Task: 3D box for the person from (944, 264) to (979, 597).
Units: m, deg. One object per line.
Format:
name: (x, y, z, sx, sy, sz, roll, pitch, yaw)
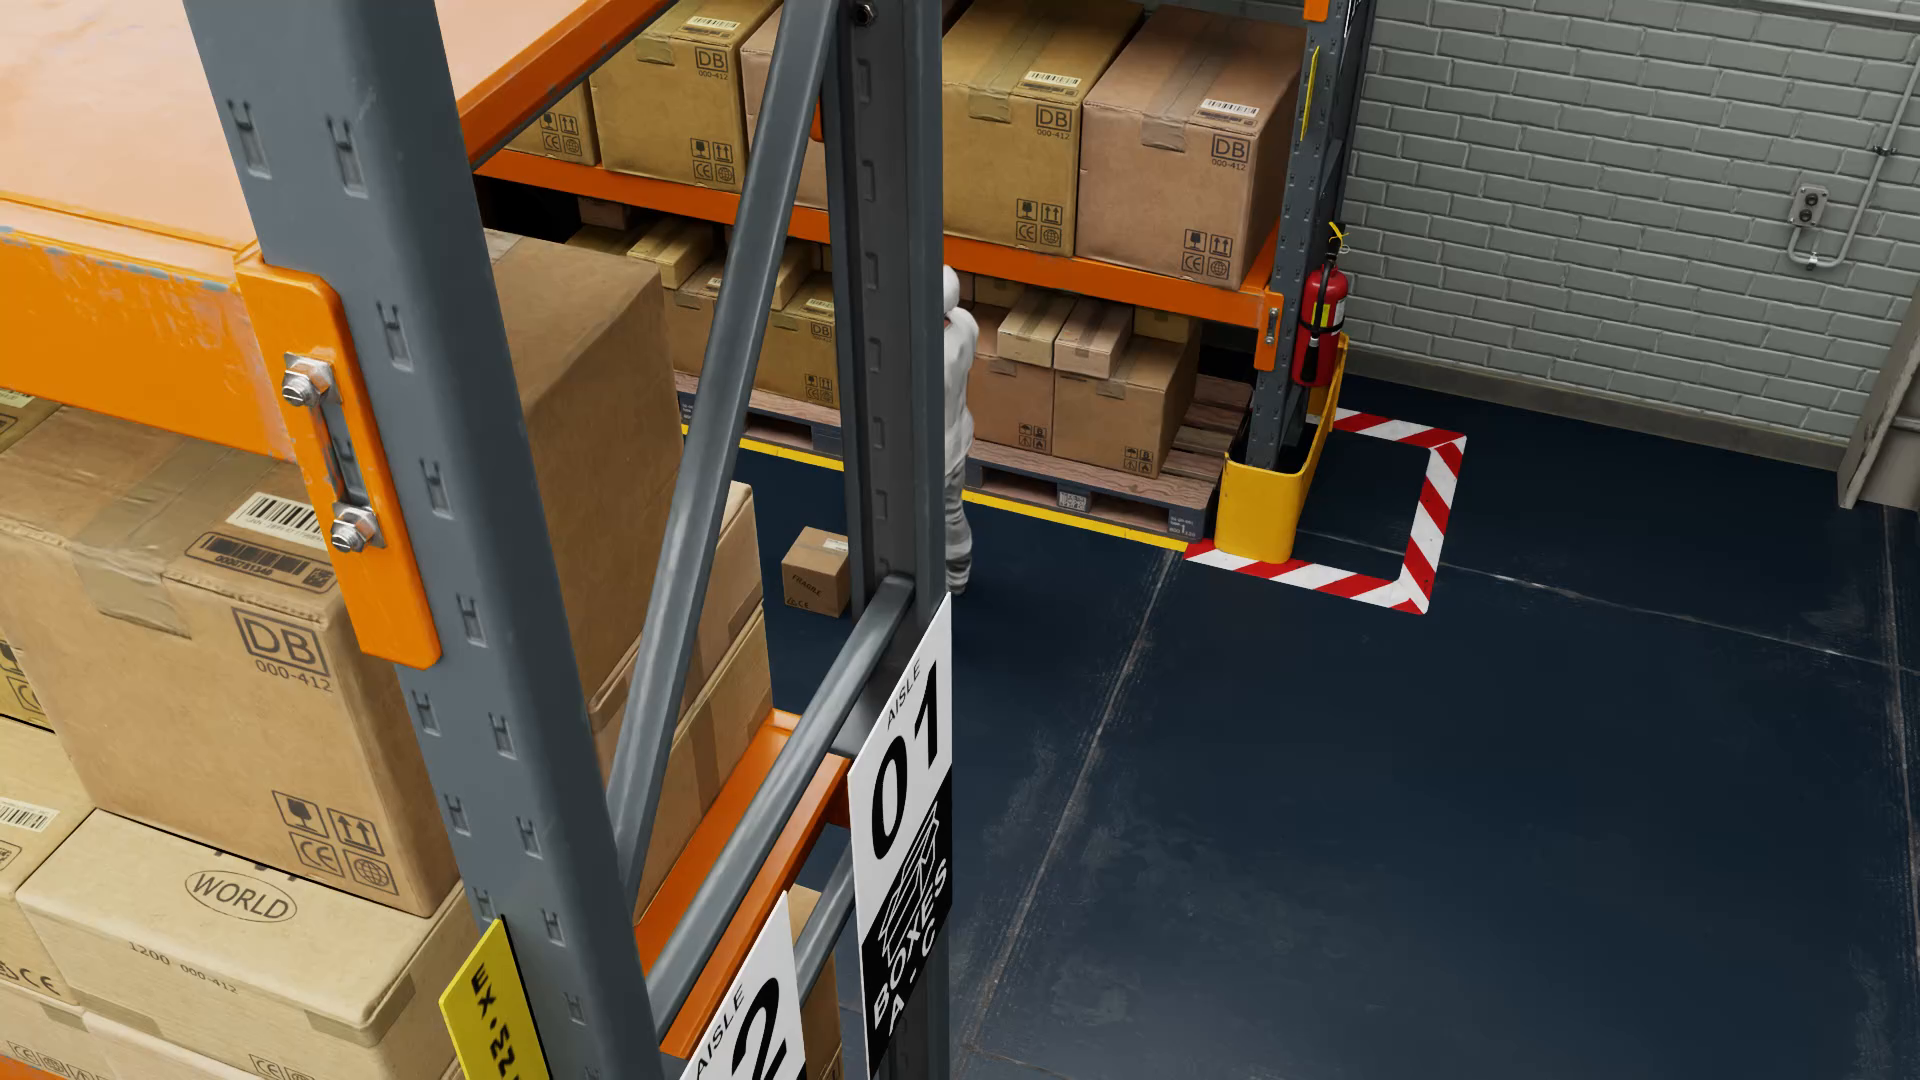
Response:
person: (-0.163, -0.338, 6.519, 0.405, 1.792, 0.570, 17, 44, 19)
